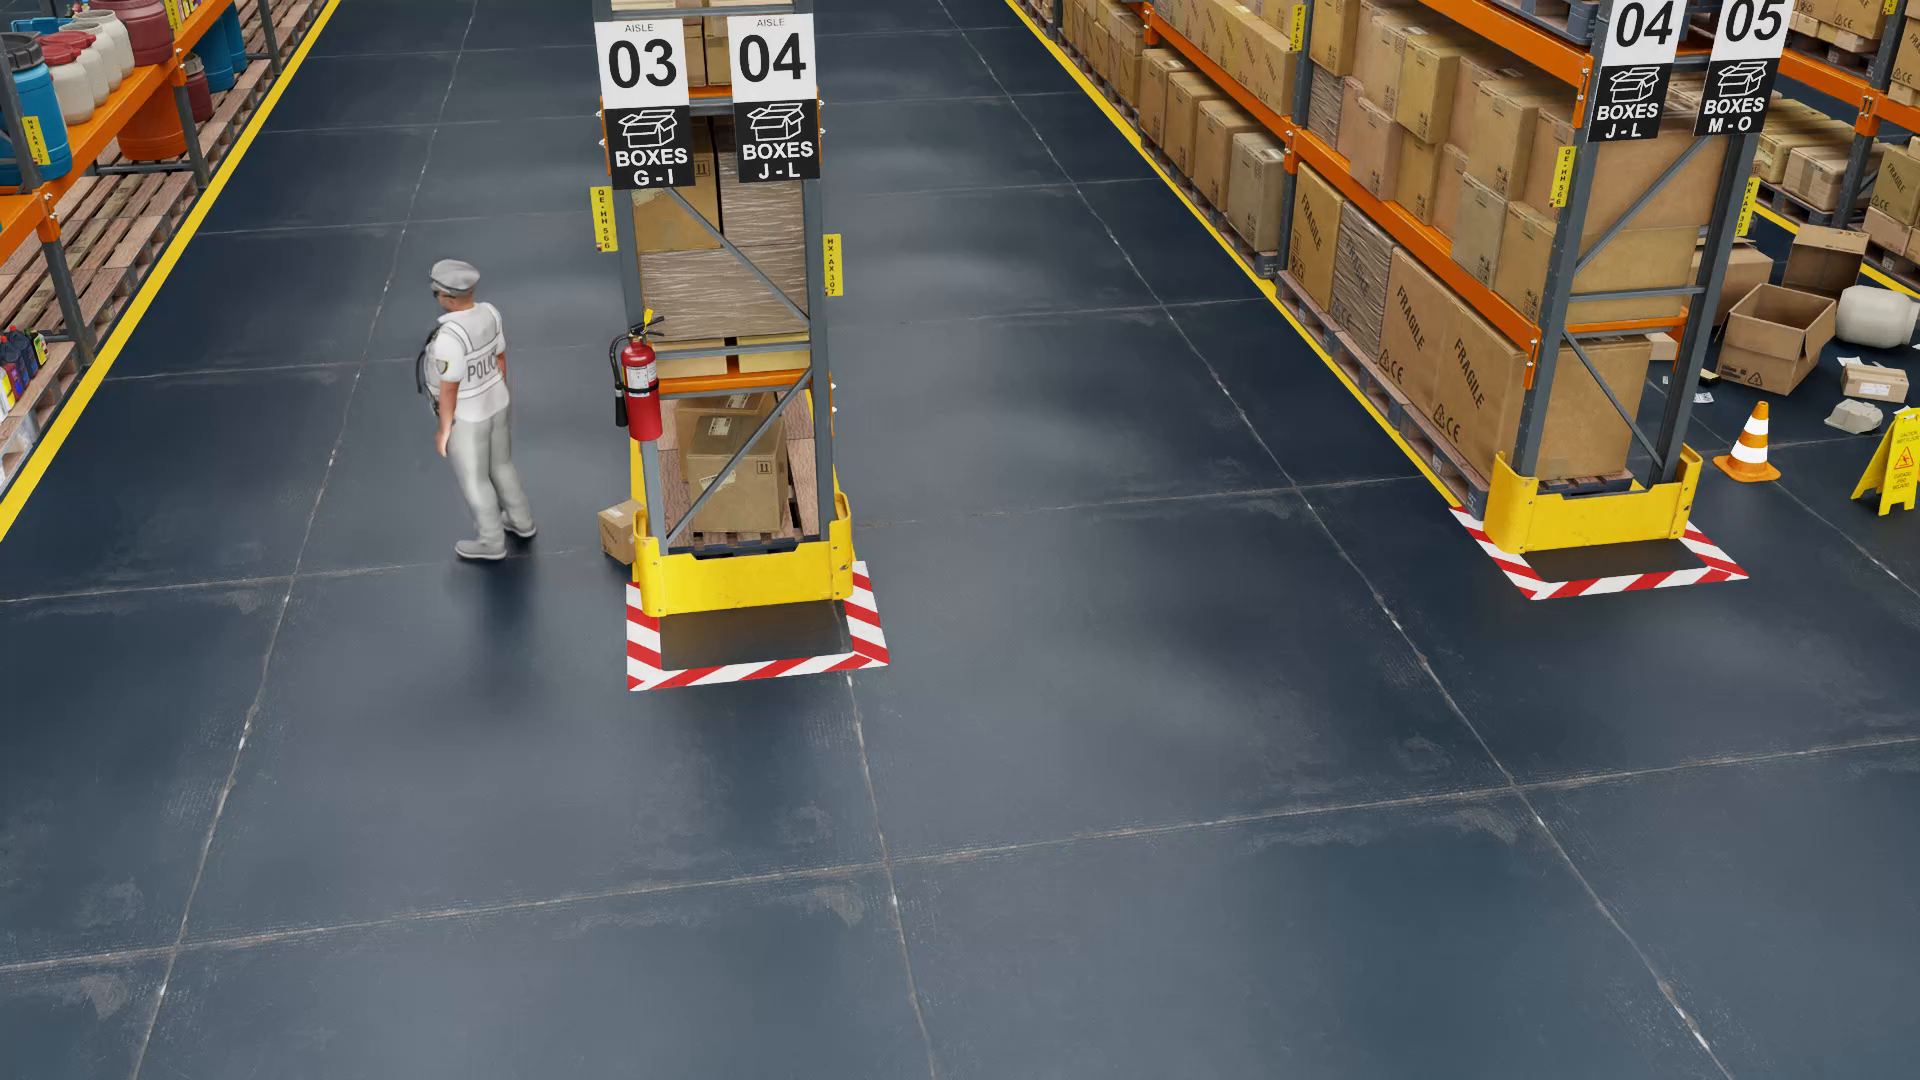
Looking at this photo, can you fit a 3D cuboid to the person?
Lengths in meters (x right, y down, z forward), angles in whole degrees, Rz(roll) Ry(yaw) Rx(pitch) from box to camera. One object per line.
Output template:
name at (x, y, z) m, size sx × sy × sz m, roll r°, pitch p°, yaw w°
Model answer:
person at (-2.737, -0.735, 9.342) m, size 0.396 × 1.771 × 0.603 m, roll 10°, pitch 32°, yaw 16°
